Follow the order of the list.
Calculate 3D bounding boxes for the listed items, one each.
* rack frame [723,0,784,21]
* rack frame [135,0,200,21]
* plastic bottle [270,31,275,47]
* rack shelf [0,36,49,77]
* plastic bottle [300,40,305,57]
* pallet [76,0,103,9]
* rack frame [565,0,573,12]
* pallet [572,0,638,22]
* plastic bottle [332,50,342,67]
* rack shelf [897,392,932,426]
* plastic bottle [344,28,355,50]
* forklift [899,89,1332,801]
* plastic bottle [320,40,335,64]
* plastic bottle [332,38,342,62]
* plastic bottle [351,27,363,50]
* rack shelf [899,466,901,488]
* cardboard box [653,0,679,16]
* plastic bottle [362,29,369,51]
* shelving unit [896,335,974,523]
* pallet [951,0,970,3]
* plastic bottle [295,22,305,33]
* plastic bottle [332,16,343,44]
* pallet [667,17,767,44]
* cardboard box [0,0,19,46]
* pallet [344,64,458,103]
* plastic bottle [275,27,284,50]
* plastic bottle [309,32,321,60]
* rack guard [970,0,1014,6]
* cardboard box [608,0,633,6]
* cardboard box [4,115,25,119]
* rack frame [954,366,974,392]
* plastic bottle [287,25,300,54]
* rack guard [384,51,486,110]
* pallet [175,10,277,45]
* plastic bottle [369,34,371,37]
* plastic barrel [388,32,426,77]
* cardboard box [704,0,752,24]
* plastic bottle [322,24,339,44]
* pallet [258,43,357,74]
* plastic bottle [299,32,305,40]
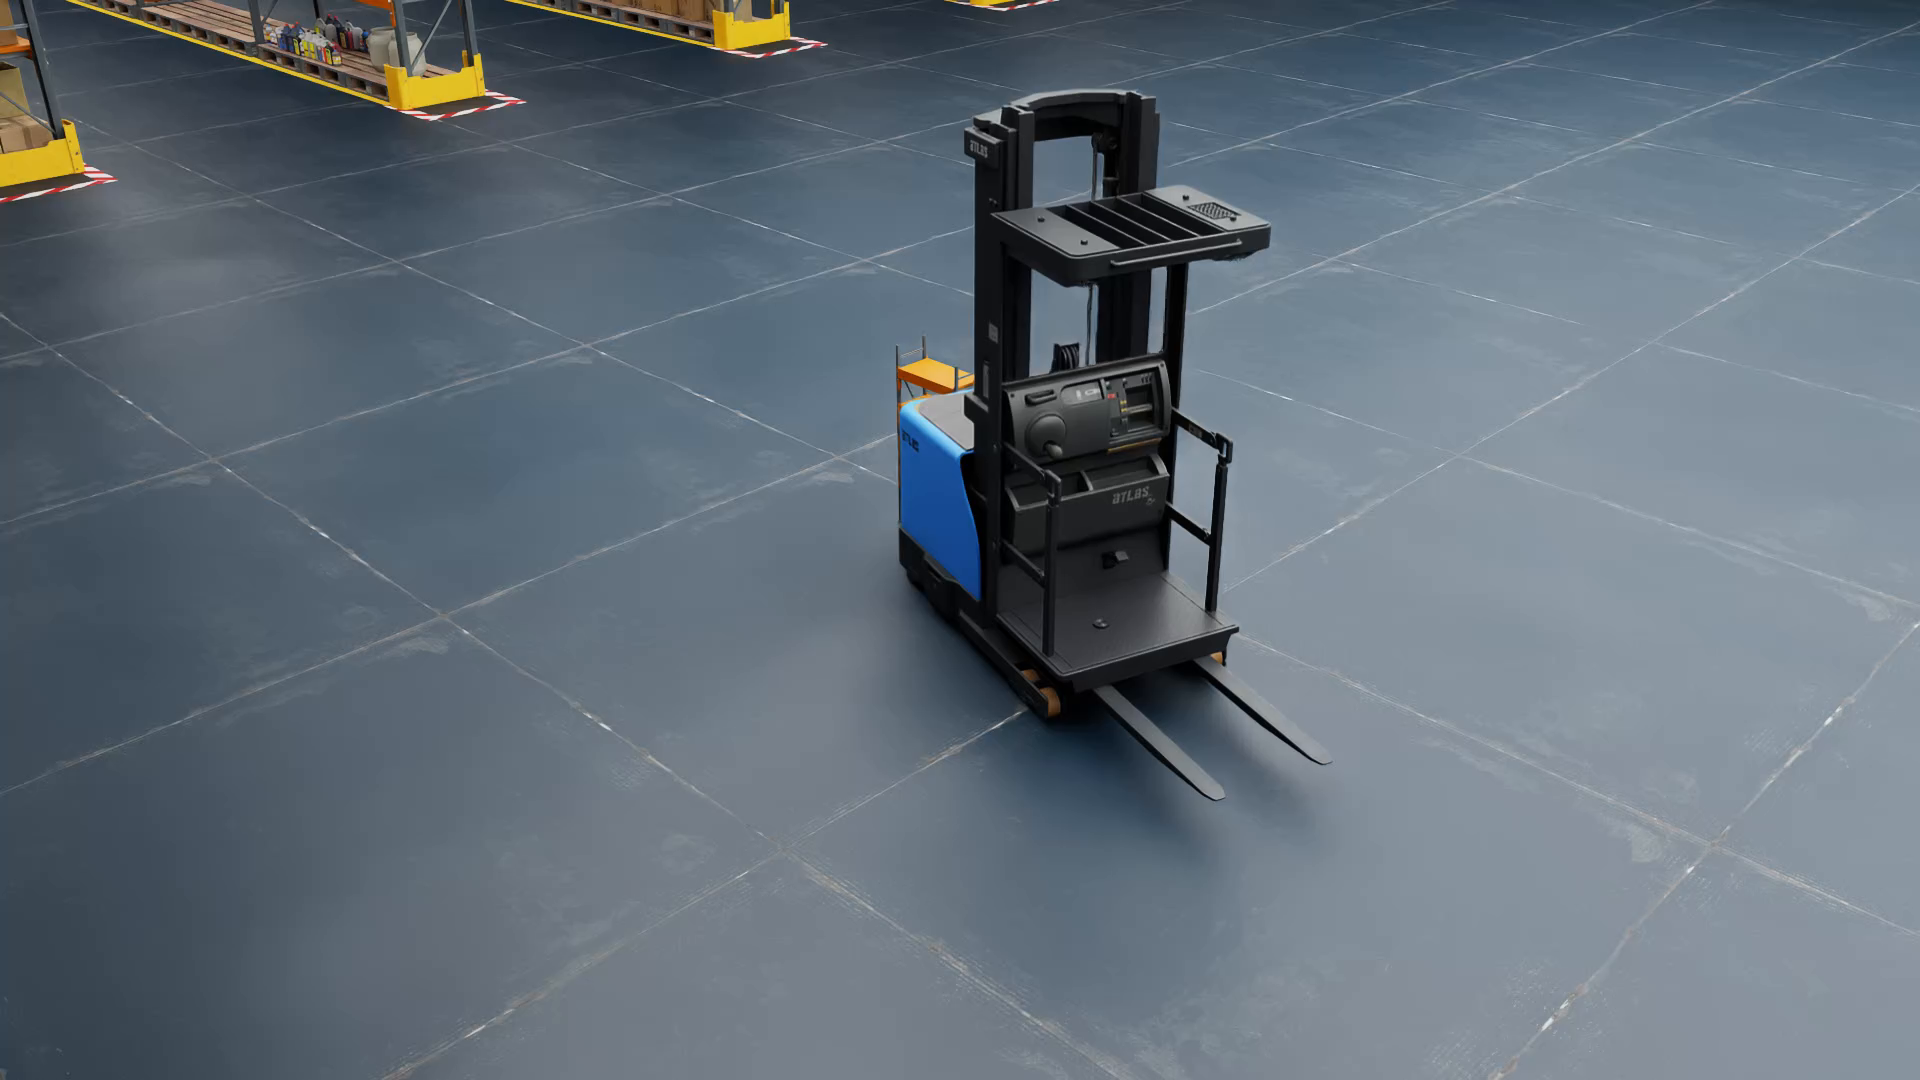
[{"bbox_3d":[-2.904,-8.414,23.029,0.127,3.000,1.000,25,36,38],"label":"rack frame"},{"bbox_3d":[-12.081,-9.381,24.868,0.127,3.000,1.000,25,36,38],"label":"rack frame"},{"bbox_3d":[-9.237,-6.749,22.397,0.097,0.201,0.097,0,28,0],"label":"plastic bottle"},{"bbox_3d":[-11.278,-5.462,18.188,4.000,0.370,1.077,25,36,38],"label":"rack shelf"},{"bbox_3d":[-8.624,-6.469,21.864,0.097,0.201,0.097,0,28,0],"label":"plastic bottle"},{"bbox_3d":[-13.538,-8.788,26.737,1.213,0.211,1.003,25,36,38],"label":"pallet"},{"bbox_3d":[-5.756,-9.720,25.512,0.127,3.000,1.000,25,36,38],"label":"rack frame"},{"bbox_3d":[-5.253,-8.278,25.766,1.213,0.211,1.003,25,36,38],"label":"pallet"},{"bbox_3d":[-7.994,-6.181,21.315,0.097,0.201,0.097,0,28,0],"label":"plastic bottle"},{"bbox_3d":[-0.118,-0.724,10.001,0.480,0.148,0.258,25,36,38],"label":"rack shelf"},{"bbox_3d":[-8.162,-6.696,22.207,0.133,0.283,0.061,25,36,38],"label":"plastic bottle"},{"bbox_3d":[0.762,-0.618,8.275,1.130,2.935,3.031,-13,31,-24],"label":"forklift"},{"bbox_3d":[-8.154,-6.305,21.472,0.135,0.276,0.152,25,37,39],"label":"plastic bottle"},{"bbox_3d":[-8.080,-6.344,21.537,0.133,0.283,0.061,25,36,38],"label":"plastic bottle"},{"bbox_3d":[-8.087,-6.728,22.277,0.152,0.276,0.135,-25,36,-38],"label":"plastic bottle"},{"bbox_3d":[-0.118,-0.350,10.197,0.480,0.148,0.258,25,36,38],"label":"rack shelf"},{"bbox_3d":[-4.221,-8.097,24.661,0.500,0.500,0.500,-21,34,-35],"label":"cardboard box"},{"bbox_3d":[-7.911,-6.663,22.158,0.097,0.271,0.097,0,28,0],"label":"plastic bottle"},{"bbox_3d":[-0.118,-0.585,10.073,0.503,1.200,0.258,25,36,38],"label":"shelving unit"},{"bbox_3d":[0.020,-9.028,27.193,1.213,0.211,1.003,25,36,38],"label":"pallet"},{"bbox_3d":[-8.843,-6.745,22.228,0.185,0.351,0.144,25,36,38],"label":"plastic bottle"},{"bbox_3d":[-8.431,-6.921,22.563,0.185,0.351,0.144,22,35,36],"label":"plastic bottle"},{"bbox_3d":[-3.513,-7.482,24.252,1.213,0.211,1.003,25,36,38],"label":"pallet"},{"bbox_3d":[-10.176,-5.329,17.054,0.500,0.500,0.700,25,36,38],"label":"cardboard box"},{"bbox_3d":[-7.039,-5.813,21.077,1.213,0.211,1.003,25,36,38],"label":"pallet"},{"bbox_3d":[-9.059,-6.719,22.259,0.152,0.276,0.135,-24,36,-37],"label":"plastic bottle"},{"bbox_3d":[-8.374,-6.436,21.641,0.144,0.351,0.185,-24,36,-37],"label":"plastic bottle"},{"bbox_3d":[0.663,-8.913,26.664,0.348,0.500,1.175,25,36,38],"label":"rack guard"},{"bbox_3d":[-5.085,-8.471,25.371,0.500,0.500,0.500,-13,31,-24],"label":"cardboard box"},{"bbox_3d":[-10.438,-4.508,18.103,0.500,0.250,0.500,25,36,38],"label":"cardboard box"},{"bbox_3d":[0.056,-0.505,9.922,0.015,1.200,0.240,25,36,38],"label":"rack frame"},{"bbox_3d":[-8.810,-6.635,22.020,0.185,0.351,0.144,23,35,36],"label":"plastic bottle"},{"bbox_3d":[-6.464,-5.674,20.503,0.348,0.500,1.175,25,36,38],"label":"rack guard"},{"bbox_3d":[-10.690,-7.483,24.255,1.213,0.211,1.003,25,36,38],"label":"pallet"},{"bbox_3d":[-7.767,-6.597,22.033,0.097,0.271,0.097,0,28,0],"label":"plastic bottle"},{"bbox_3d":[-6.899,-6.045,20.745,0.421,0.512,0.421,0,28,0],"label":"plastic barrel"},{"bbox_3d":[-3.338,-7.703,23.912,0.500,0.500,0.500,-18,33,-30],"label":"cardboard box"},{"bbox_3d":[-8.517,-6.831,22.471,0.135,0.276,0.152,25,36,38],"label":"plastic bottle"},{"bbox_3d":[-8.779,-6.609,22.591,1.213,0.211,1.003,25,36,38],"label":"pallet"},{"bbox_3d":[-8.678,-6.565,21.971,0.097,0.271,0.097,0,28,0],"label":"plastic bottle"}]
